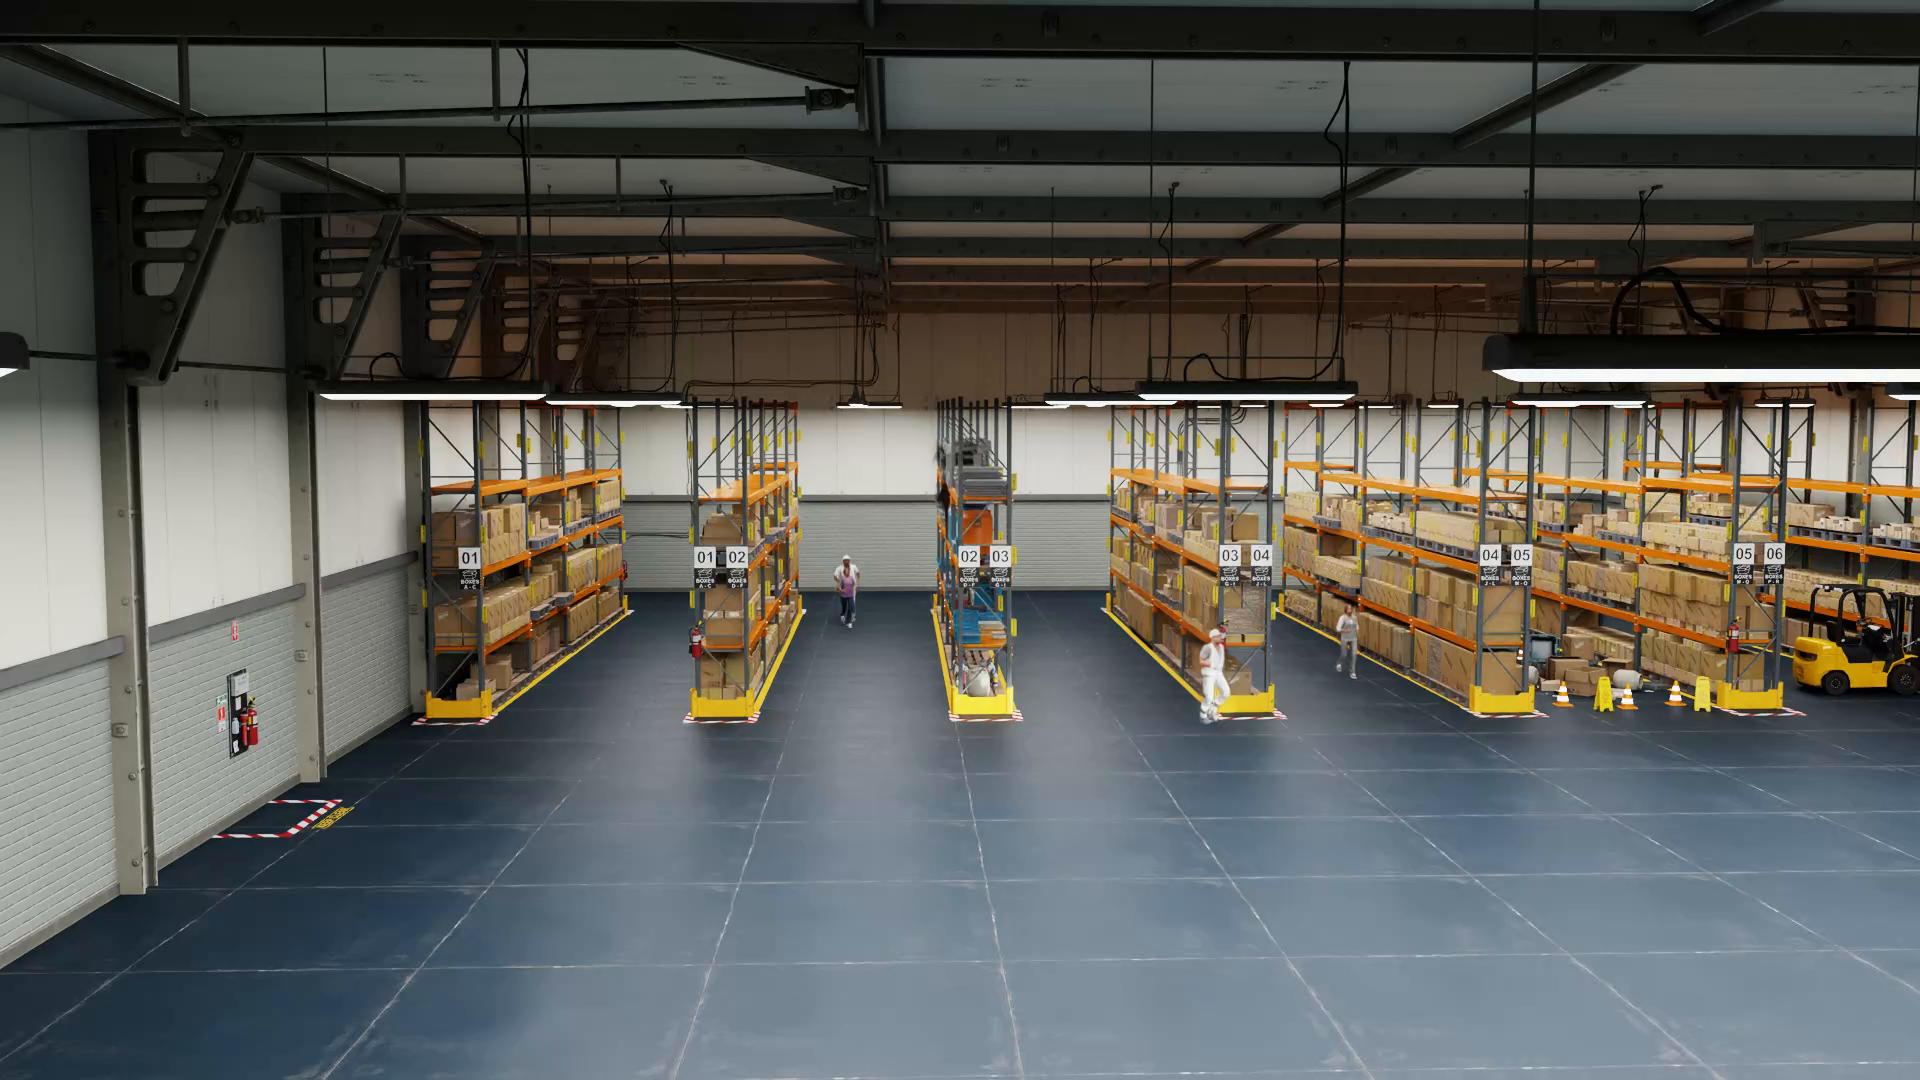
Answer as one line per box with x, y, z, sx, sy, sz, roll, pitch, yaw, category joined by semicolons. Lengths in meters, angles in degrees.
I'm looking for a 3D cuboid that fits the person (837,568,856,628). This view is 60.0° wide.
-3.005;1.520;44.192;0.539;1.591;0.831;-1;5;-17;person

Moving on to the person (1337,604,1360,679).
8.369;2.164;35.834;0.552;1.575;0.819;-1;4;-8;person

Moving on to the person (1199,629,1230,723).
4.675;2.499;30.490;0.679;1.743;0.673;-3;5;-32;person

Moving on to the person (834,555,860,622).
-3.104;1.333;45.626;0.732;1.842;0.689;-1;4;-11;person
